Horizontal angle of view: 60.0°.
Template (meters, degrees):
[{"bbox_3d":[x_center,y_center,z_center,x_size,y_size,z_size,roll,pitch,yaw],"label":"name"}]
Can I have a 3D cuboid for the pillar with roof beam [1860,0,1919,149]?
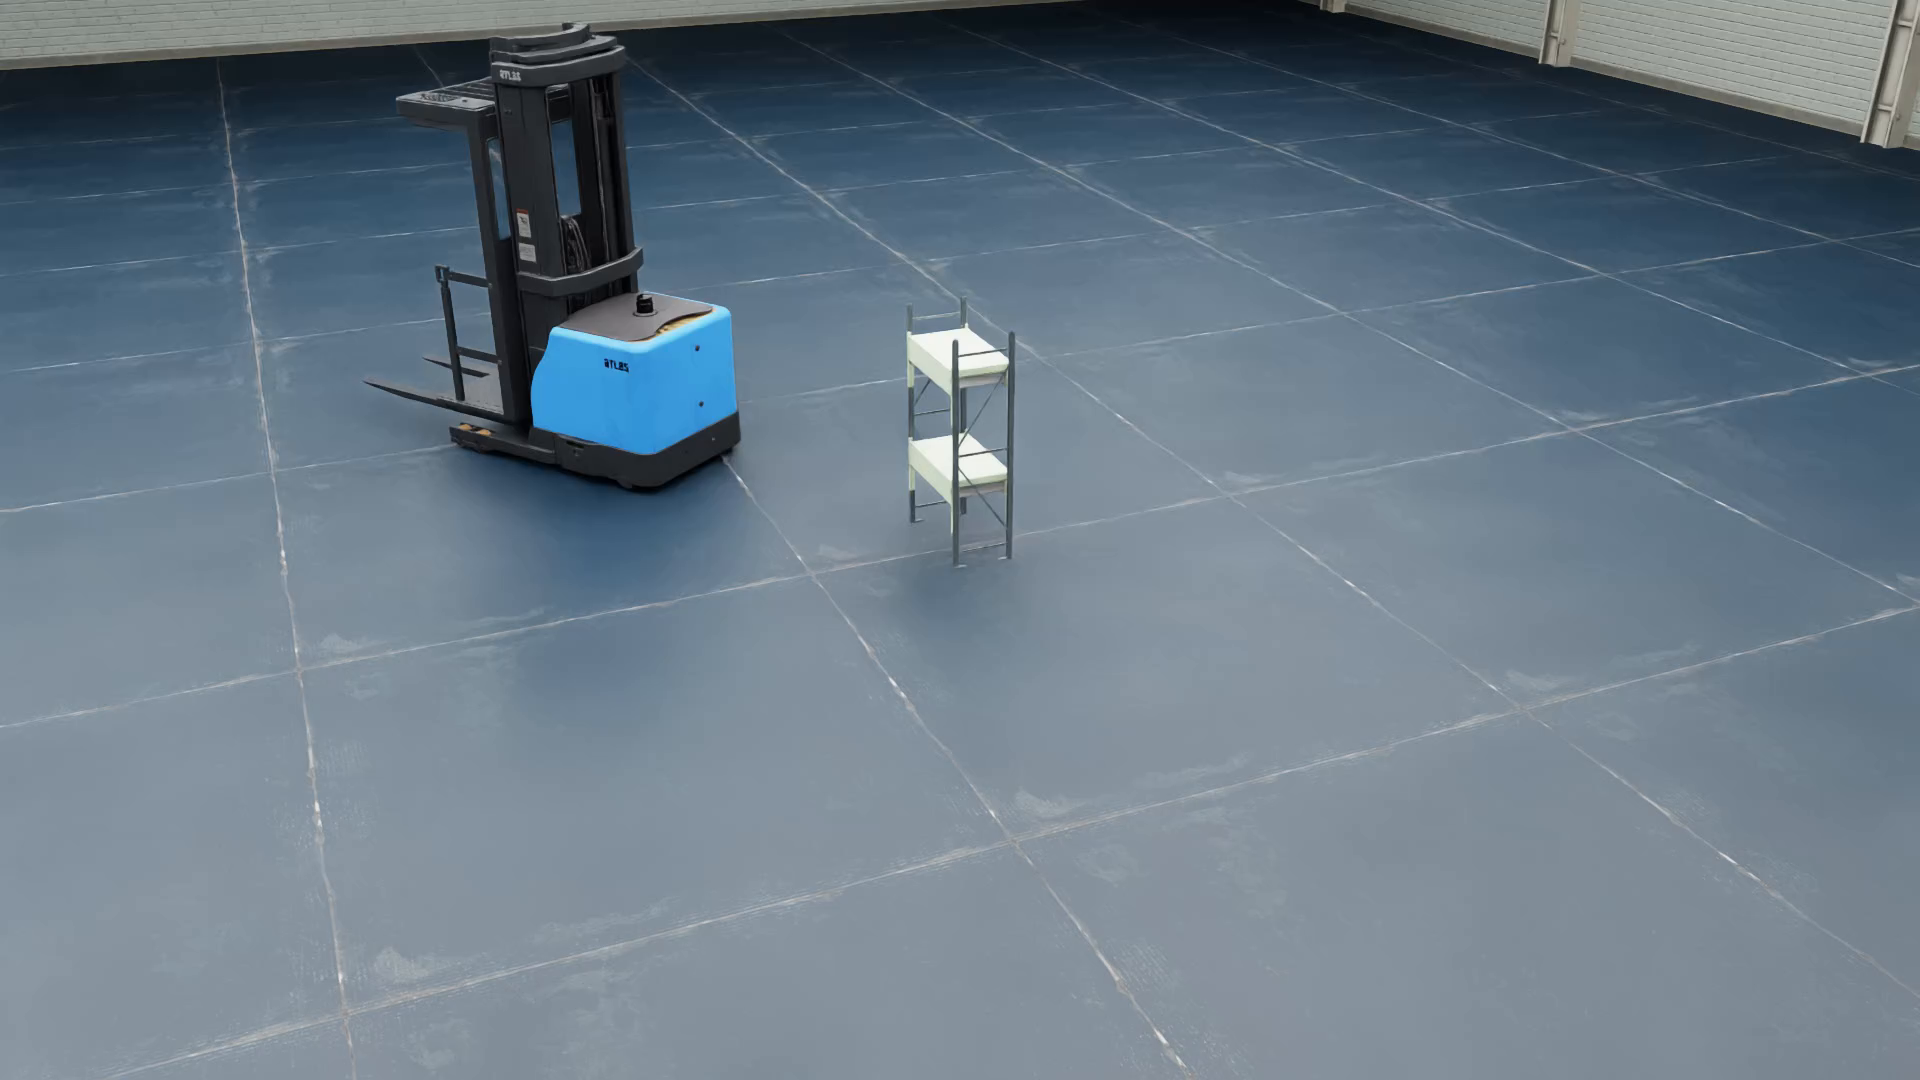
[{"bbox_3d":[7.662,-8.295,17.482,9.100,9.000,0.400,-11,28,-21],"label":"pillar with roof beam"}]

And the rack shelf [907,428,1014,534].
[{"bbox_3d":[-0.003,-0.384,10.569,0.431,0.370,0.720,-11,28,-21],"label":"rack shelf"}]

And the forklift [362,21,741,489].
[{"bbox_3d":[-3.121,-2.131,11.774,3.031,2.935,1.130,15,30,27],"label":"forklift"}]

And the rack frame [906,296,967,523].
[{"bbox_3d":[-0.146,-0.824,10.729,0.400,1.500,0.023,-11,28,-21],"label":"rack frame"}]

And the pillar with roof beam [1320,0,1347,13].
[{"bbox_3d":[2.963,-13.139,27.404,9.100,9.000,0.400,-11,28,-21],"label":"pillar with roof beam"}]

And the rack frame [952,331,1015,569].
[{"bbox_3d":[0.141,-0.529,10.124,0.400,1.500,0.023,-11,28,-21],"label":"rack frame"}]

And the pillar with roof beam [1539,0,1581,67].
[{"bbox_3d":[5.313,-10.717,22.443,9.100,9.000,0.400,-11,28,-21],"label":"pillar with roof beam"}]

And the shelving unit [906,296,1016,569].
[{"bbox_3d":[-0.003,-0.677,10.426,0.431,1.500,0.755,-11,28,-21],"label":"shelving unit"}]

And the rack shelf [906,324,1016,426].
[{"bbox_3d":[-0.003,-1.027,10.255,0.431,0.370,0.720,-11,28,-21],"label":"rack shelf"}]
